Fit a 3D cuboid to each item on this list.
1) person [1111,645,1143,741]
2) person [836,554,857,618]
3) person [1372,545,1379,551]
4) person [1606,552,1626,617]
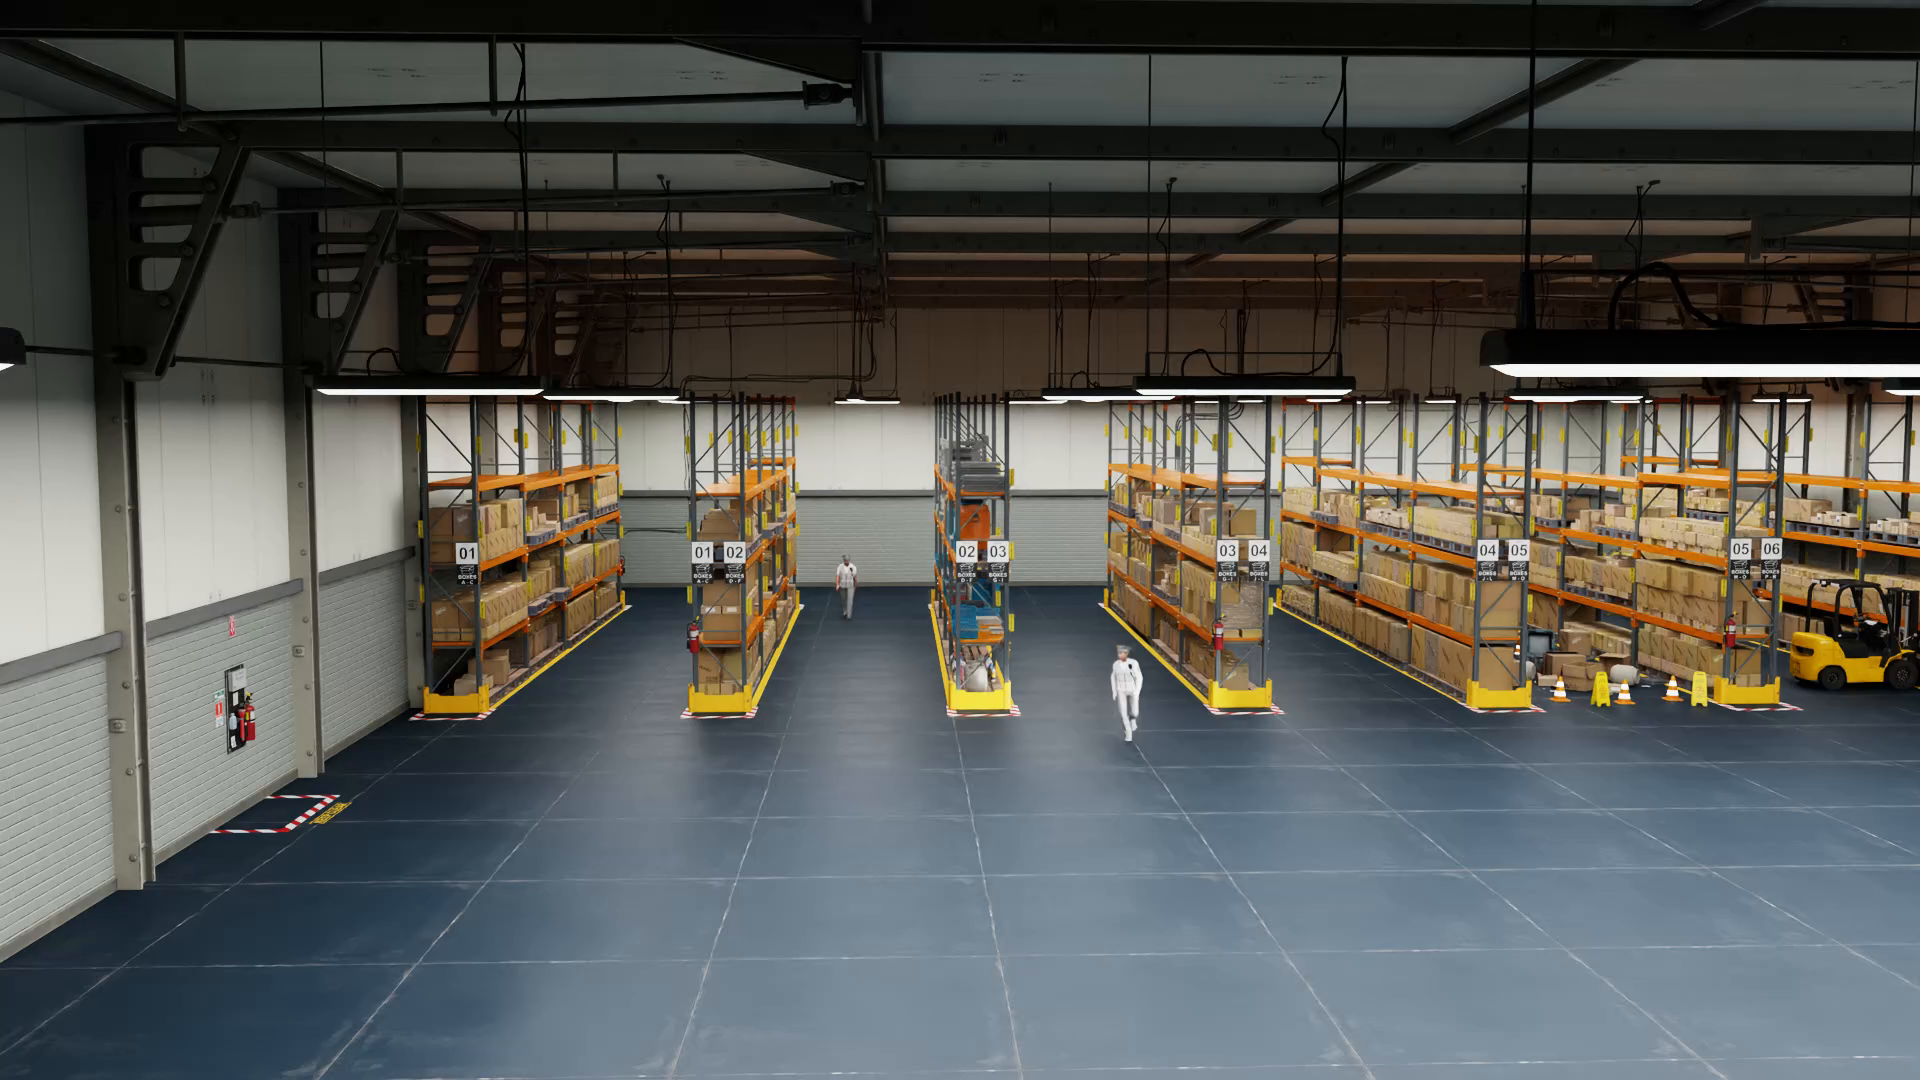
[{"bbox_3d":[2.878,2.614,28.686,0.549,1.647,0.568,1,5,12],"label":"person"},{"bbox_3d":[-3.086,1.232,45.088,0.561,1.700,1.077,0,5,2],"label":"person"},{"bbox_3d":[12.379,0.942,49.604,0.432,1.578,0.454,-1,5,-10],"label":"person"},{"bbox_3d":[17.958,1.203,45.334,0.544,1.747,0.558,-3,6,-36],"label":"person"}]
